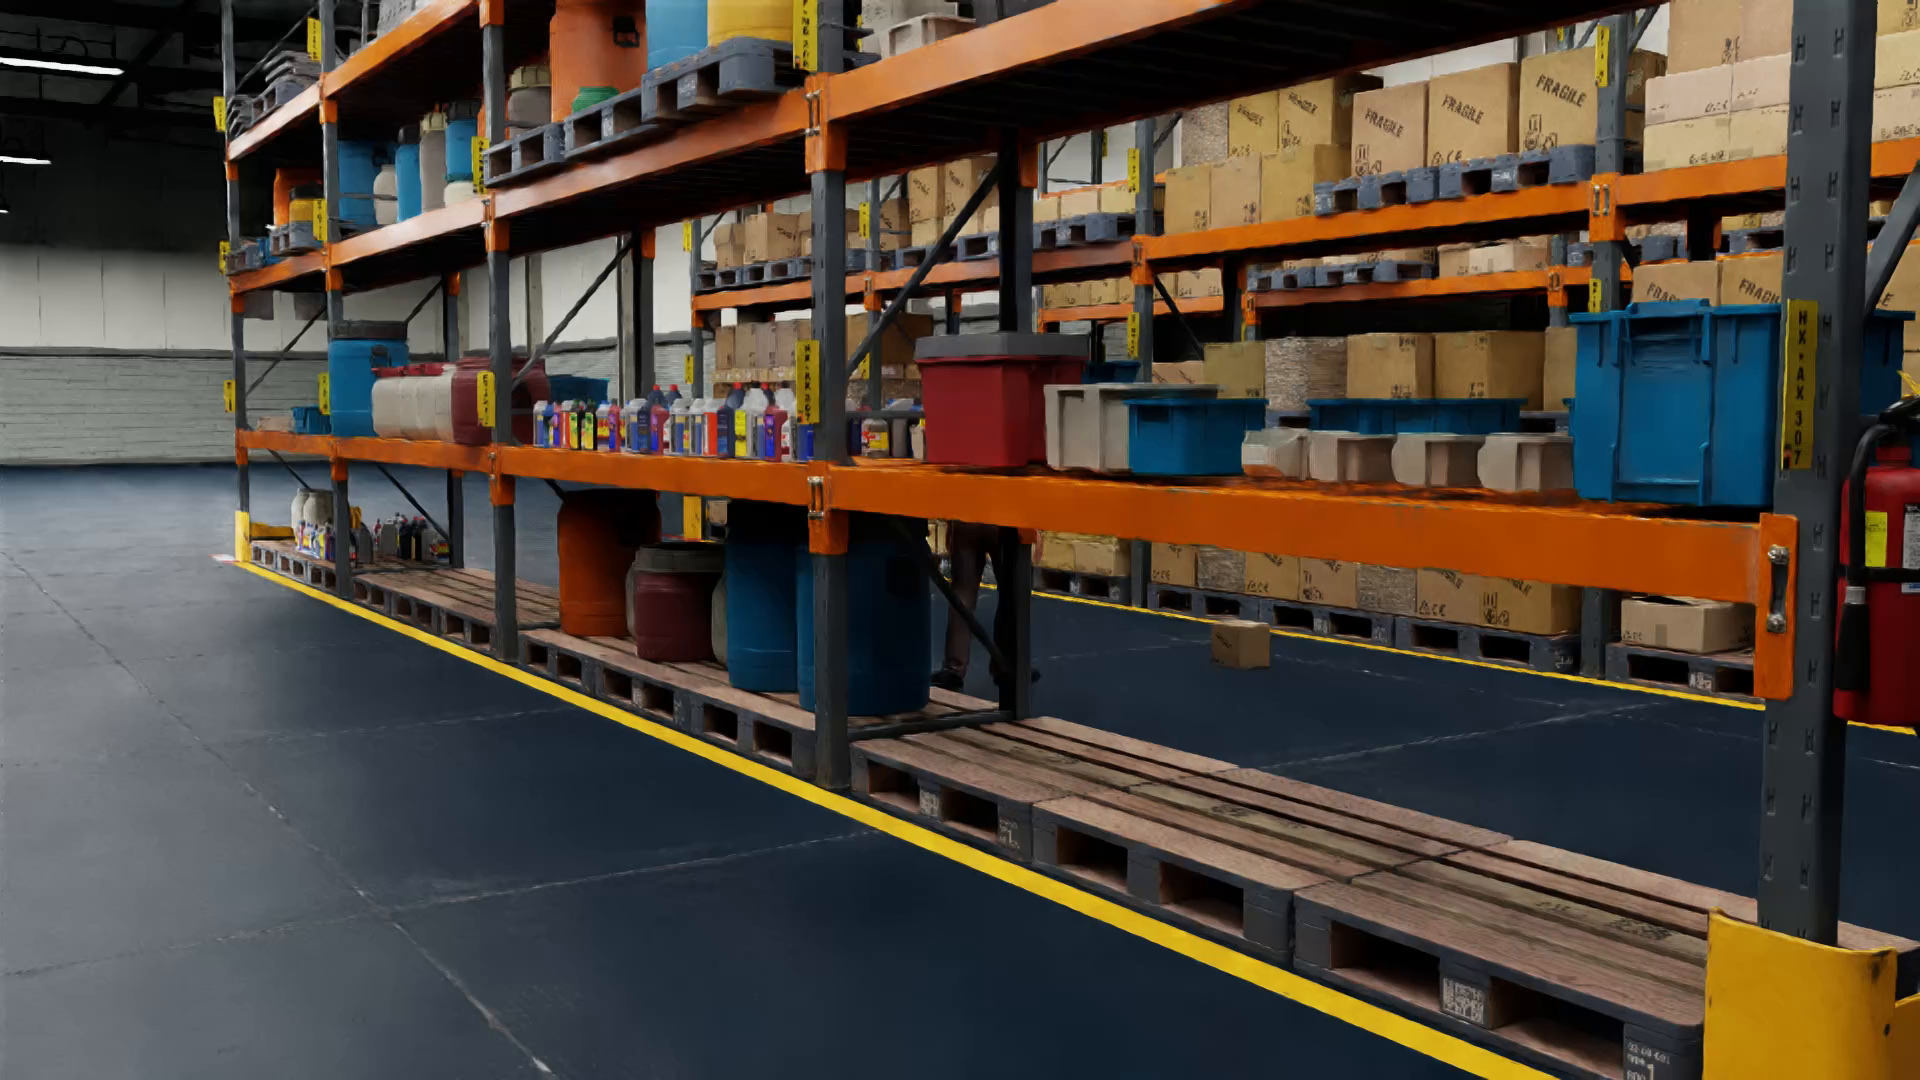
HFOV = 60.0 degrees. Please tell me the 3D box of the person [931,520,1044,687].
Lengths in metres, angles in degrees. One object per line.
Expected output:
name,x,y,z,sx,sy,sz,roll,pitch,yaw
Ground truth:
person,0.173,-0.049,9.107,0.634,1.716,0.607,2,5,28
